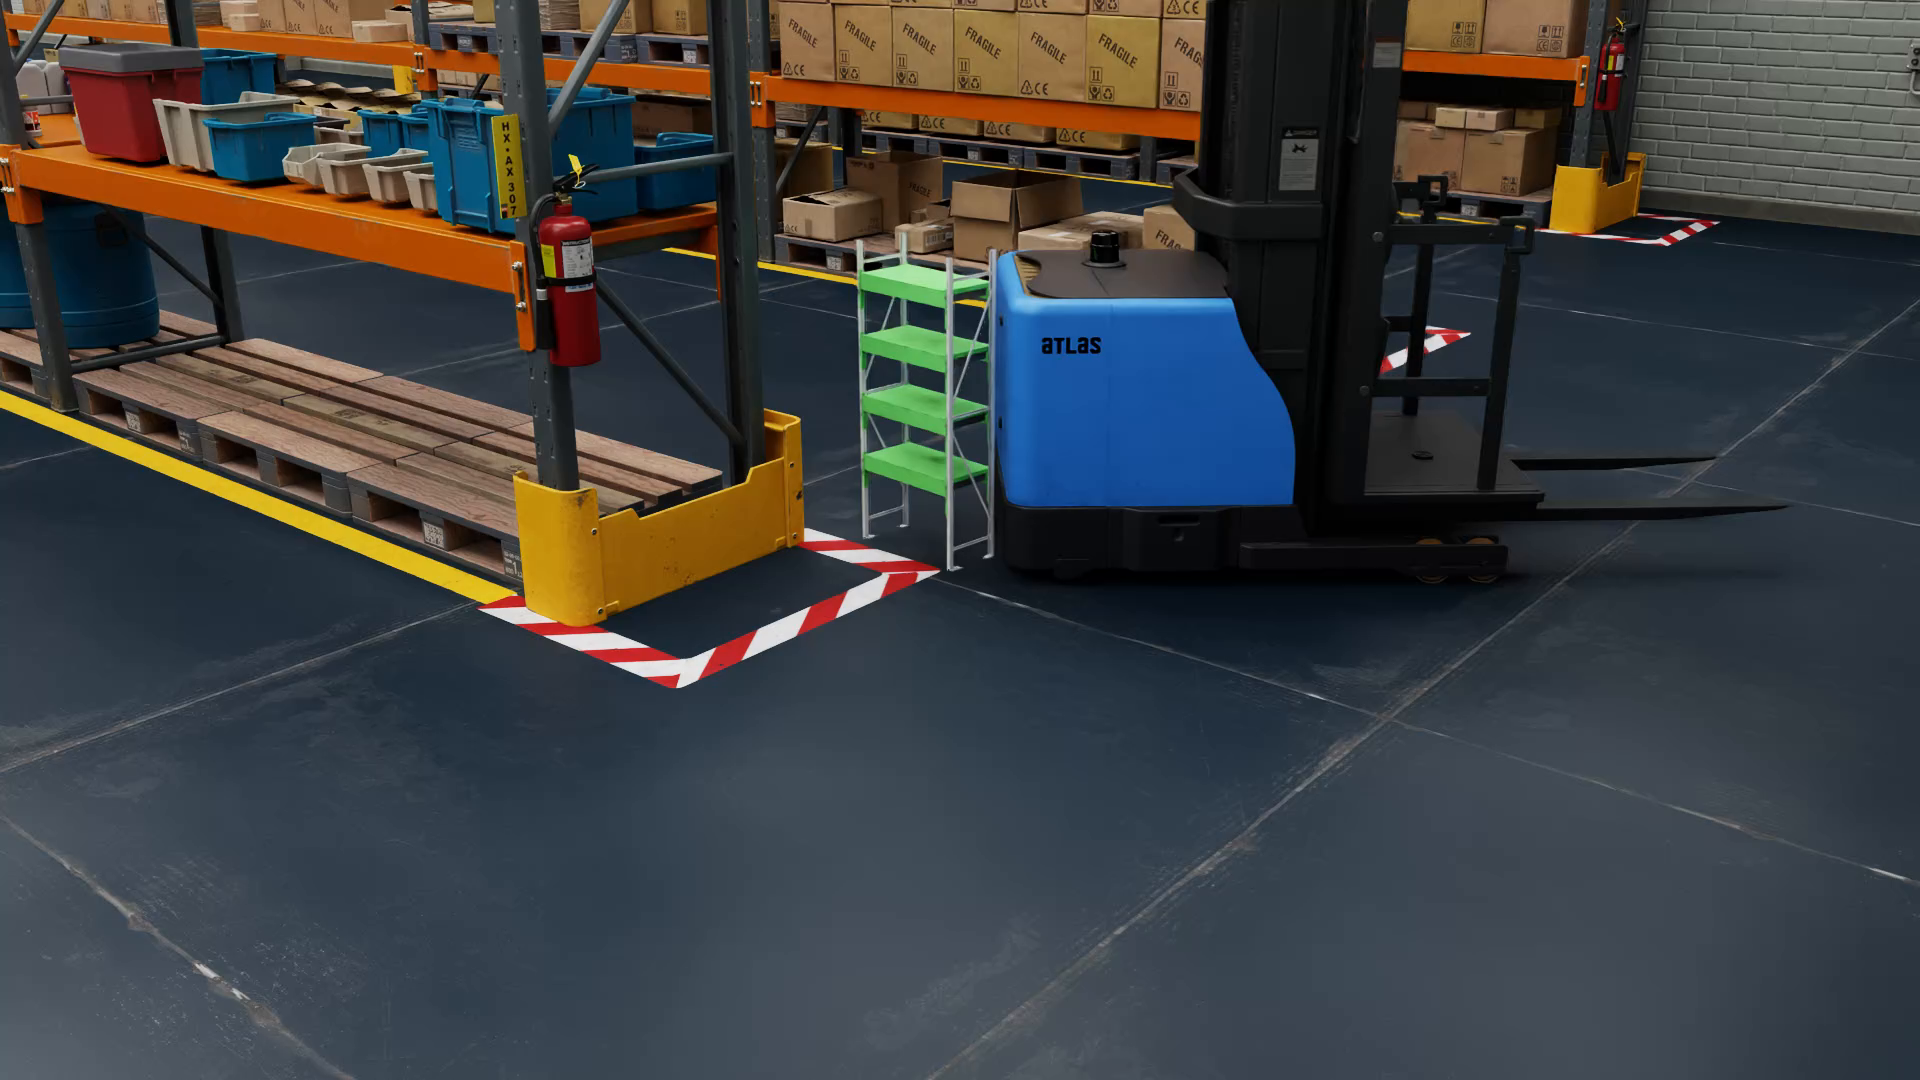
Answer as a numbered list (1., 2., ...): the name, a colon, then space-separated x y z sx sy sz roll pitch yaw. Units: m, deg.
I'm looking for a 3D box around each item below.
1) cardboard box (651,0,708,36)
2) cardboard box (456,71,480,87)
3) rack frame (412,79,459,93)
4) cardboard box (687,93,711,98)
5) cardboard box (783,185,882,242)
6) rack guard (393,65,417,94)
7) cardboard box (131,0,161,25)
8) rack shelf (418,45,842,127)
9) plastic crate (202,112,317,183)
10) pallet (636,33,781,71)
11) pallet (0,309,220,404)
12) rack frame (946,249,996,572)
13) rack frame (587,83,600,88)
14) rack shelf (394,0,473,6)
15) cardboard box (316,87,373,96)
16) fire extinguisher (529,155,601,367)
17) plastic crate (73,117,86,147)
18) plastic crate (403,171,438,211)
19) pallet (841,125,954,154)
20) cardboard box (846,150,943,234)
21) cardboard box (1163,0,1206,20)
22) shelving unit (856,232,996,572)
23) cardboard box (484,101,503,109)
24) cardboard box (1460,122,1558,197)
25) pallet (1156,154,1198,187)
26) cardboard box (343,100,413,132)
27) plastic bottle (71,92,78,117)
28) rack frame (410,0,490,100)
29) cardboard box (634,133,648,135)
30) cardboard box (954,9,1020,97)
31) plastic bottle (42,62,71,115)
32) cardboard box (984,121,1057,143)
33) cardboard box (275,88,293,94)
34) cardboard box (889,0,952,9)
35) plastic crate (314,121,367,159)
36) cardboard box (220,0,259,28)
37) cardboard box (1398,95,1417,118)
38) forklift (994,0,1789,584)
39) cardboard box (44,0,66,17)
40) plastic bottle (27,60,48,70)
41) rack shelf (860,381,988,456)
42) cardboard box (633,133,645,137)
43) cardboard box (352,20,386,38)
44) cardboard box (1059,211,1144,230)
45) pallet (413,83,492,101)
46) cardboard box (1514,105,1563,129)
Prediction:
1. cardboard box: -1.888 -4.079 12.497 0.700 0.500 0.500 -17 27 -38
2. cardboard box: -6.337 -6.207 22.063 0.500 0.311 0.500 19 28 41
3. rack frame: -7.257 -7.565 22.479 0.127 3.000 1.000 16 26 36
4. cardboard box: -2.776 -5.323 19.452 0.500 0.500 0.700 16 26 37
5. cardboard box: -0.901 -2.328 11.778 0.500 0.311 0.500 16 26 36
6. rack guard: -7.198 -6.379 22.875 0.348 0.500 1.175 16 26 36
7. cardboard box: -8.048 -5.578 17.067 0.500 0.500 0.700 16 26 36
8. rack shelf: -2.639 -3.643 13.096 4.000 0.370 1.077 16 26 36
9. plastic crate: -2.879 -1.625 6.879 0.300 0.233 0.416 16 26 36
10. pallet: -1.640 -3.651 12.372 1.213 0.211 1.003 16 26 36
11. pallet: -4.796 -1.059 9.176 1.213 0.211 1.003 16 26 36
12. rack frame: 0.042 -0.471 6.216 0.240 1.200 0.015 -19 28 -41
13. rack frame: -4.158 -6.673 20.112 0.127 3.000 1.000 16 26 36
14. rack shelf: -5.708 -6.782 21.422 4.000 0.370 1.077 16 26 36
15. cardboard box: -6.001 -4.252 16.199 0.500 0.311 0.500 16 26 36
16. fire extinguisher: -1.296 -0.919 5.492 0.183 0.674 0.296 16 26 36
17. plastic crate: -3.955 -1.942 7.854 0.243 0.136 0.396 16 26 36
18. plastic crate: -1.872 -1.325 6.218 0.243 0.136 0.396 16 26 36
19. pallet: -0.496 -4.279 17.716 1.213 0.211 1.003 16 26 36
20. cardboard box: -0.469 -2.520 12.018 0.500 0.500 0.500 16 26 36
21. cardboard box: 1.490 -3.179 9.289 0.500 0.500 0.500 16 26 36
22. shelving unit: -0.129 -0.533 6.380 0.258 1.200 0.503 -19 28 -41
23. cardboard box: -4.409 -3.795 14.987 0.500 0.311 0.500 17 27 38
24. cardboard box: 4.533 -3.151 13.721 0.500 0.500 0.700 16 26 36
25. pallet: 2.579 -3.392 15.364 1.213 0.211 1.003 16 26 36
26. cardboard box: -5.157 -3.761 14.899 0.500 0.311 0.500 16 26 35
27. plastic bottle: -4.690 -2.338 8.898 0.097 0.201 0.097 0 21 0
28. rack frame: -4.189 -4.425 14.152 0.127 3.000 1.000 16 26 36
29. cardboard box: -2.505 -3.086 13.520 0.500 0.500 0.500 15 25 34
30. cardboard box: 0.312 -3.053 10.371 0.500 0.500 0.500 16 26 36
31. plastic bottle: -5.060 -2.536 9.317 0.135 0.276 0.152 16 26 36
32. cardboard box: 0.763 -4.386 16.498 0.750 0.750 0.750 17 27 38
33. cardboard box: -6.741 -4.217 16.106 0.500 0.311 0.500 16 26 36
34. cardboard box: -0.105 -3.636 10.500 0.500 0.500 0.500 15 25 35
35. plastic crate: -2.686 -1.778 7.421 0.466 0.136 0.293 16 26 36
36. cardboard box: -6.879 -5.150 16.286 0.500 0.250 0.500 18 27 40
37. cardboard box: 3.773 -3.764 14.426 0.250 0.149 0.380 16 26 37
38. forklift: 1.663 -1.395 6.213 3.031 2.935 1.130 -1 21 -2
39. cardboard box: -9.623 -6.034 18.275 0.500 0.500 0.700 17 26 38
40. plastic bottle: -5.240 -2.587 9.454 0.135 0.276 0.152 16 26 36
41. rack shelf: -0.129 -0.473 6.403 0.258 0.148 0.480 -19 28 -41
42. cardboard box: -2.815 -2.938 13.128 0.500 0.500 0.500 15 25 35
43. cardboard box: -5.212 -4.577 14.910 0.250 0.149 0.380 19 27 40
44. cardboard box: 0.992 -1.982 10.946 0.500 0.250 0.500 16 26 36
45. pallet: -6.591 -6.053 22.419 1.213 0.211 1.003 16 26 36
46. cardboard box: 4.756 -3.482 13.678 0.250 0.149 0.380 16 26 37
